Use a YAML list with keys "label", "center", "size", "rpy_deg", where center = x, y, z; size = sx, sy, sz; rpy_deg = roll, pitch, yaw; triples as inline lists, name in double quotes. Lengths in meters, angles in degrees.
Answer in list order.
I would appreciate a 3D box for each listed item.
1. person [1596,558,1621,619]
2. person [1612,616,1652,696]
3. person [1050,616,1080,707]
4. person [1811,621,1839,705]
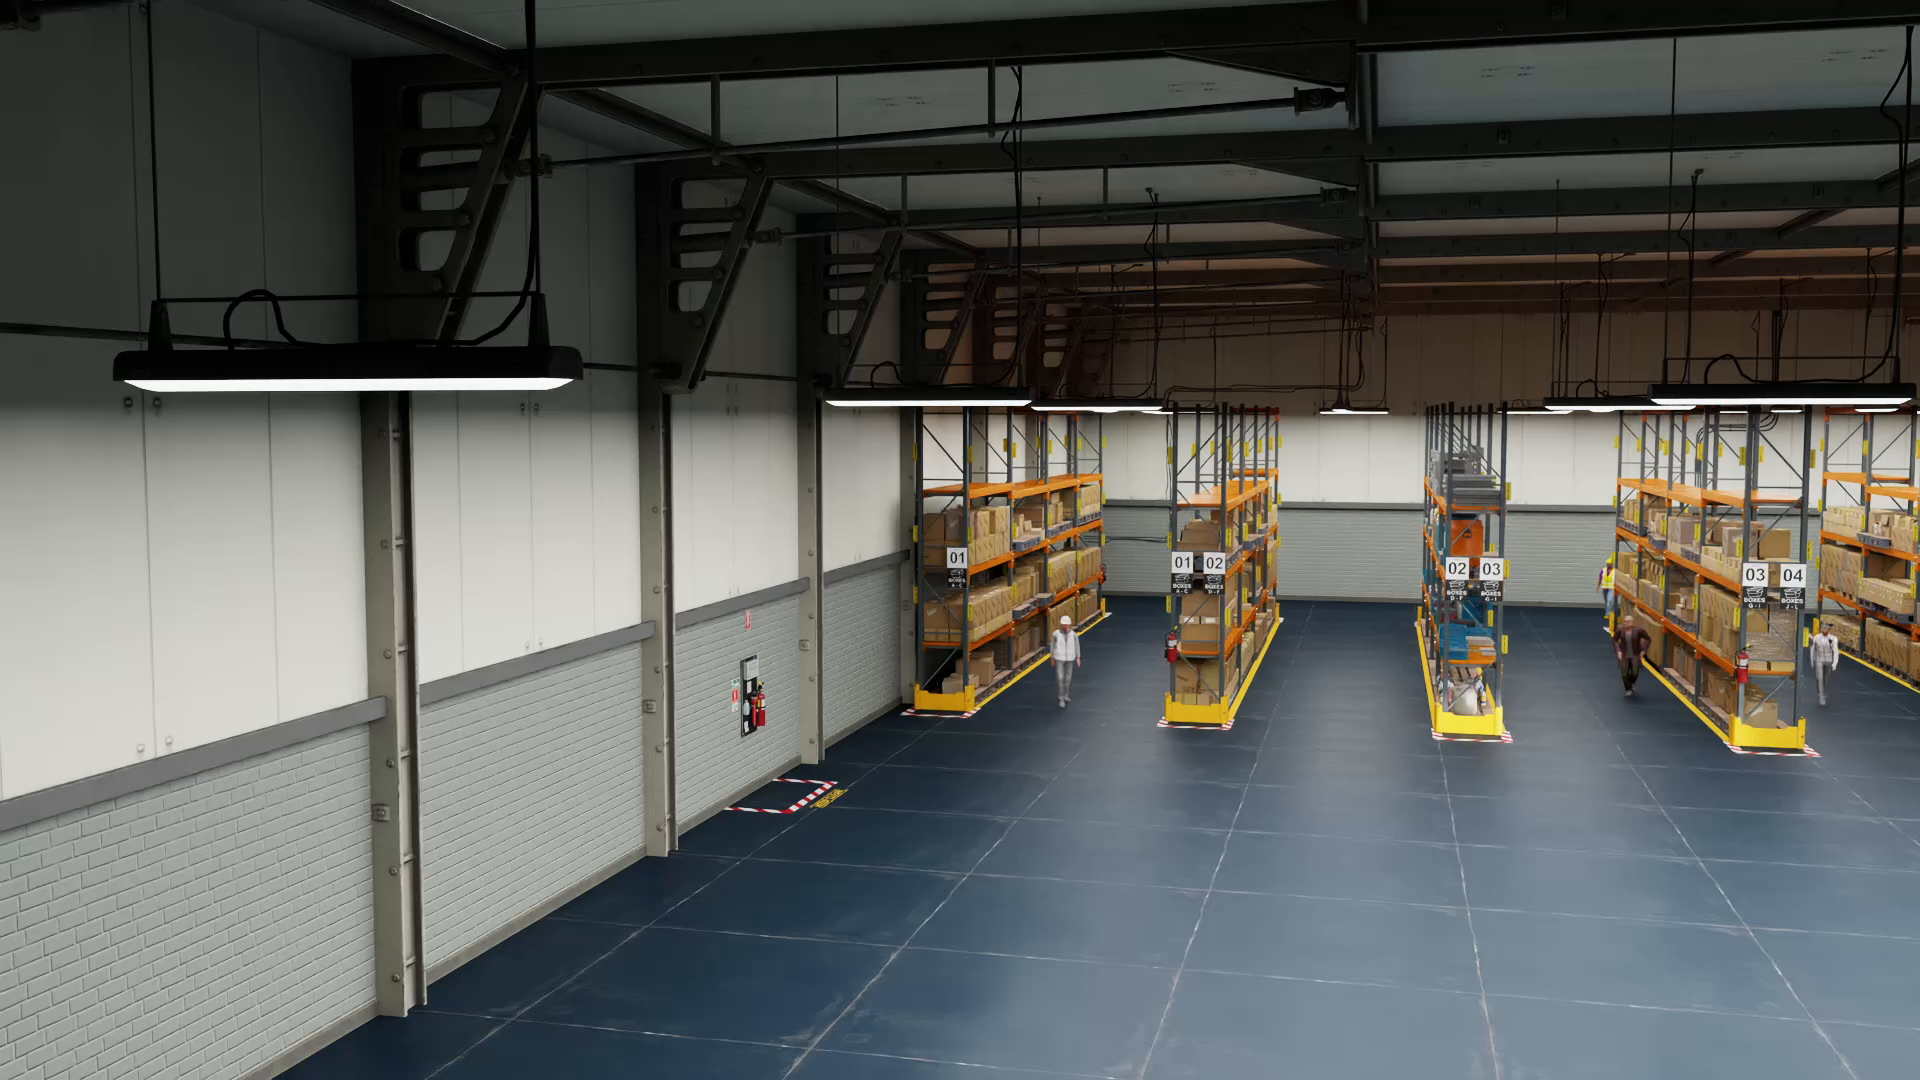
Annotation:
- label: "person"
  center: [18.439, 1.371, 47.202]
  size: [0.597, 1.716, 1.094]
  rpy_deg: [4, 6, 42]
- label: "person"
  center: [13.746, 2.374, 34.078]
  size: [0.732, 1.684, 0.635]
  rpy_deg: [2, 5, 23]
- label: "person"
  center: [2.104, 2.397, 33.147]
  size: [0.581, 1.786, 0.687]
  rpy_deg: [-1, 4, -10]
- label: "person"
  center: [17.306, 2.428, 33.269]
  size: [0.453, 1.621, 1.022]
  rpy_deg: [1, 4, 14]
